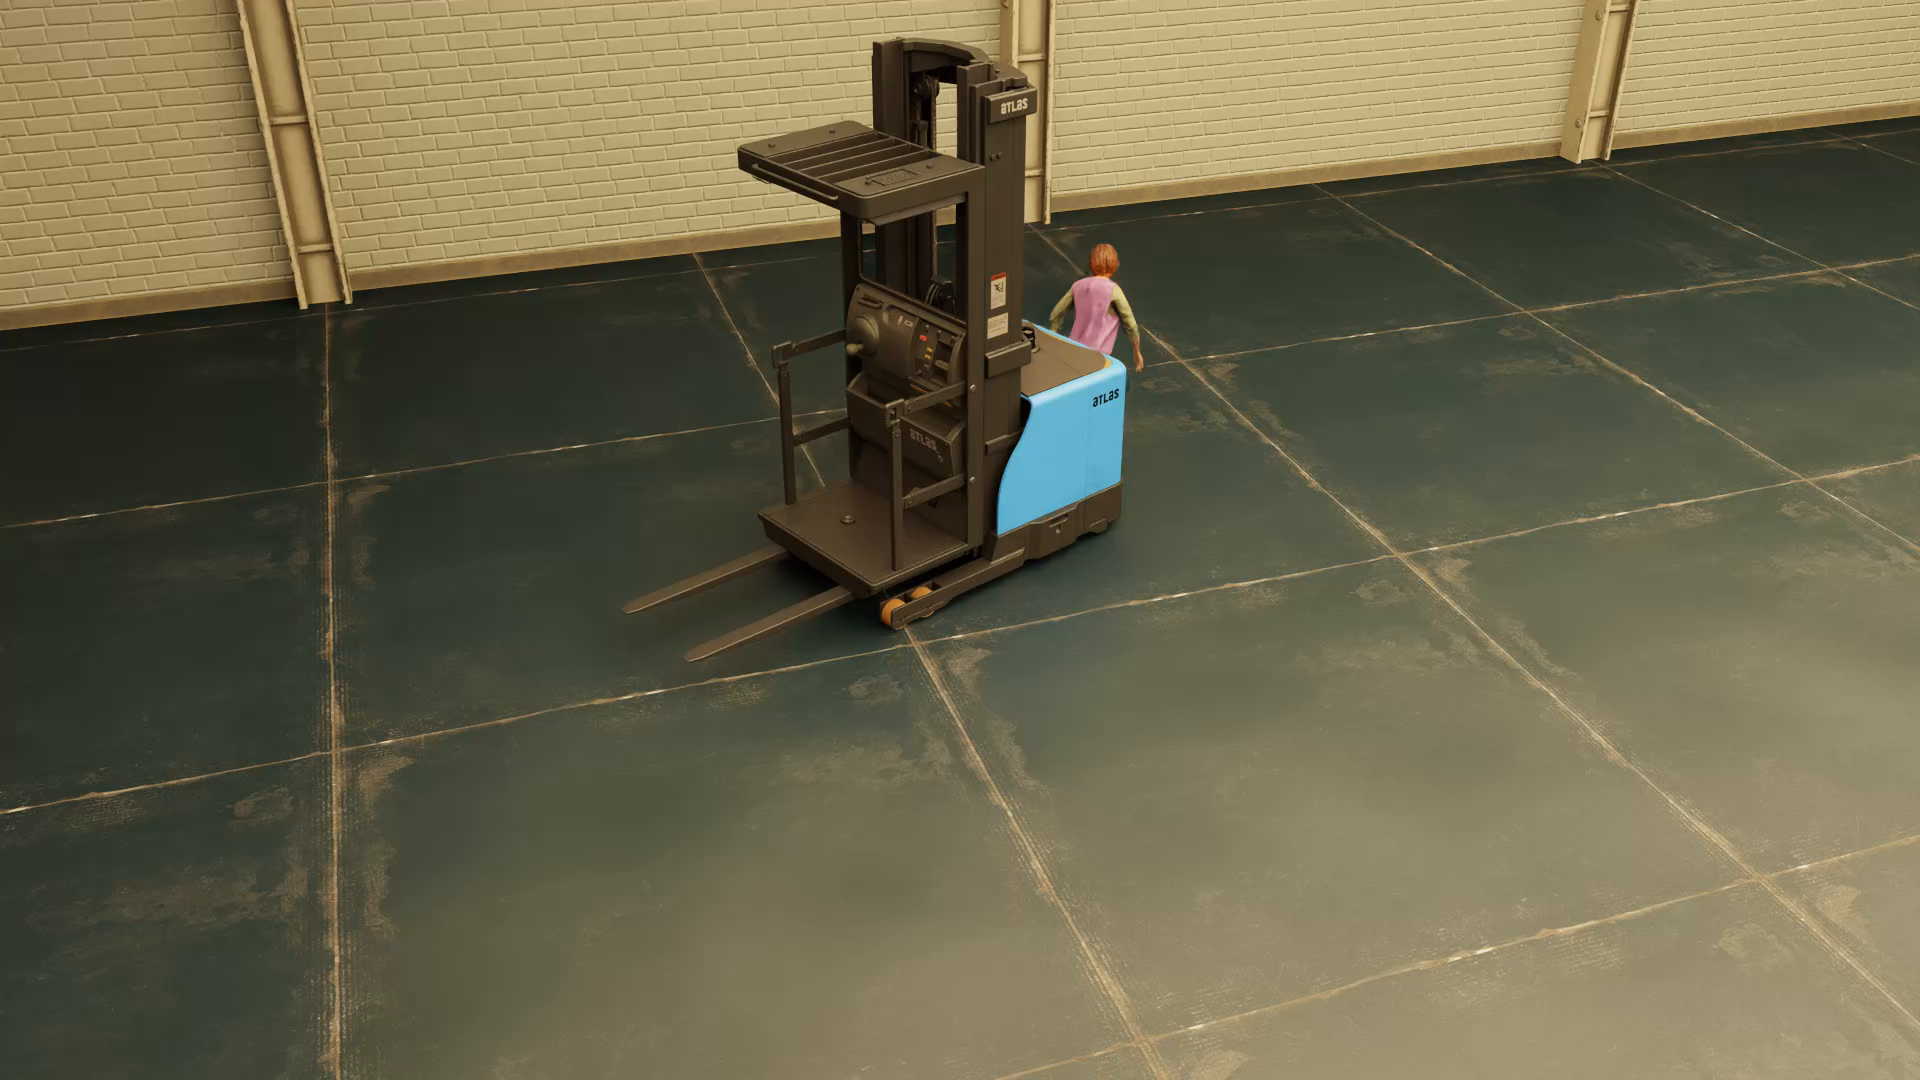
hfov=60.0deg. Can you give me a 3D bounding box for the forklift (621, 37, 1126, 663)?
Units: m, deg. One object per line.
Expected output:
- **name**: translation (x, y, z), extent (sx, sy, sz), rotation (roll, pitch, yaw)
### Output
- **forklift**: translation (-0.461, -1.072, 8.951), extent (3.031, 2.935, 1.130), rotation (-23, 37, -34)

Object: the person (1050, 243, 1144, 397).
- **person**: translation (0.802, -1.232, 10.827), extent (0.730, 1.375, 0.543), rotation (-10, 31, -16)
